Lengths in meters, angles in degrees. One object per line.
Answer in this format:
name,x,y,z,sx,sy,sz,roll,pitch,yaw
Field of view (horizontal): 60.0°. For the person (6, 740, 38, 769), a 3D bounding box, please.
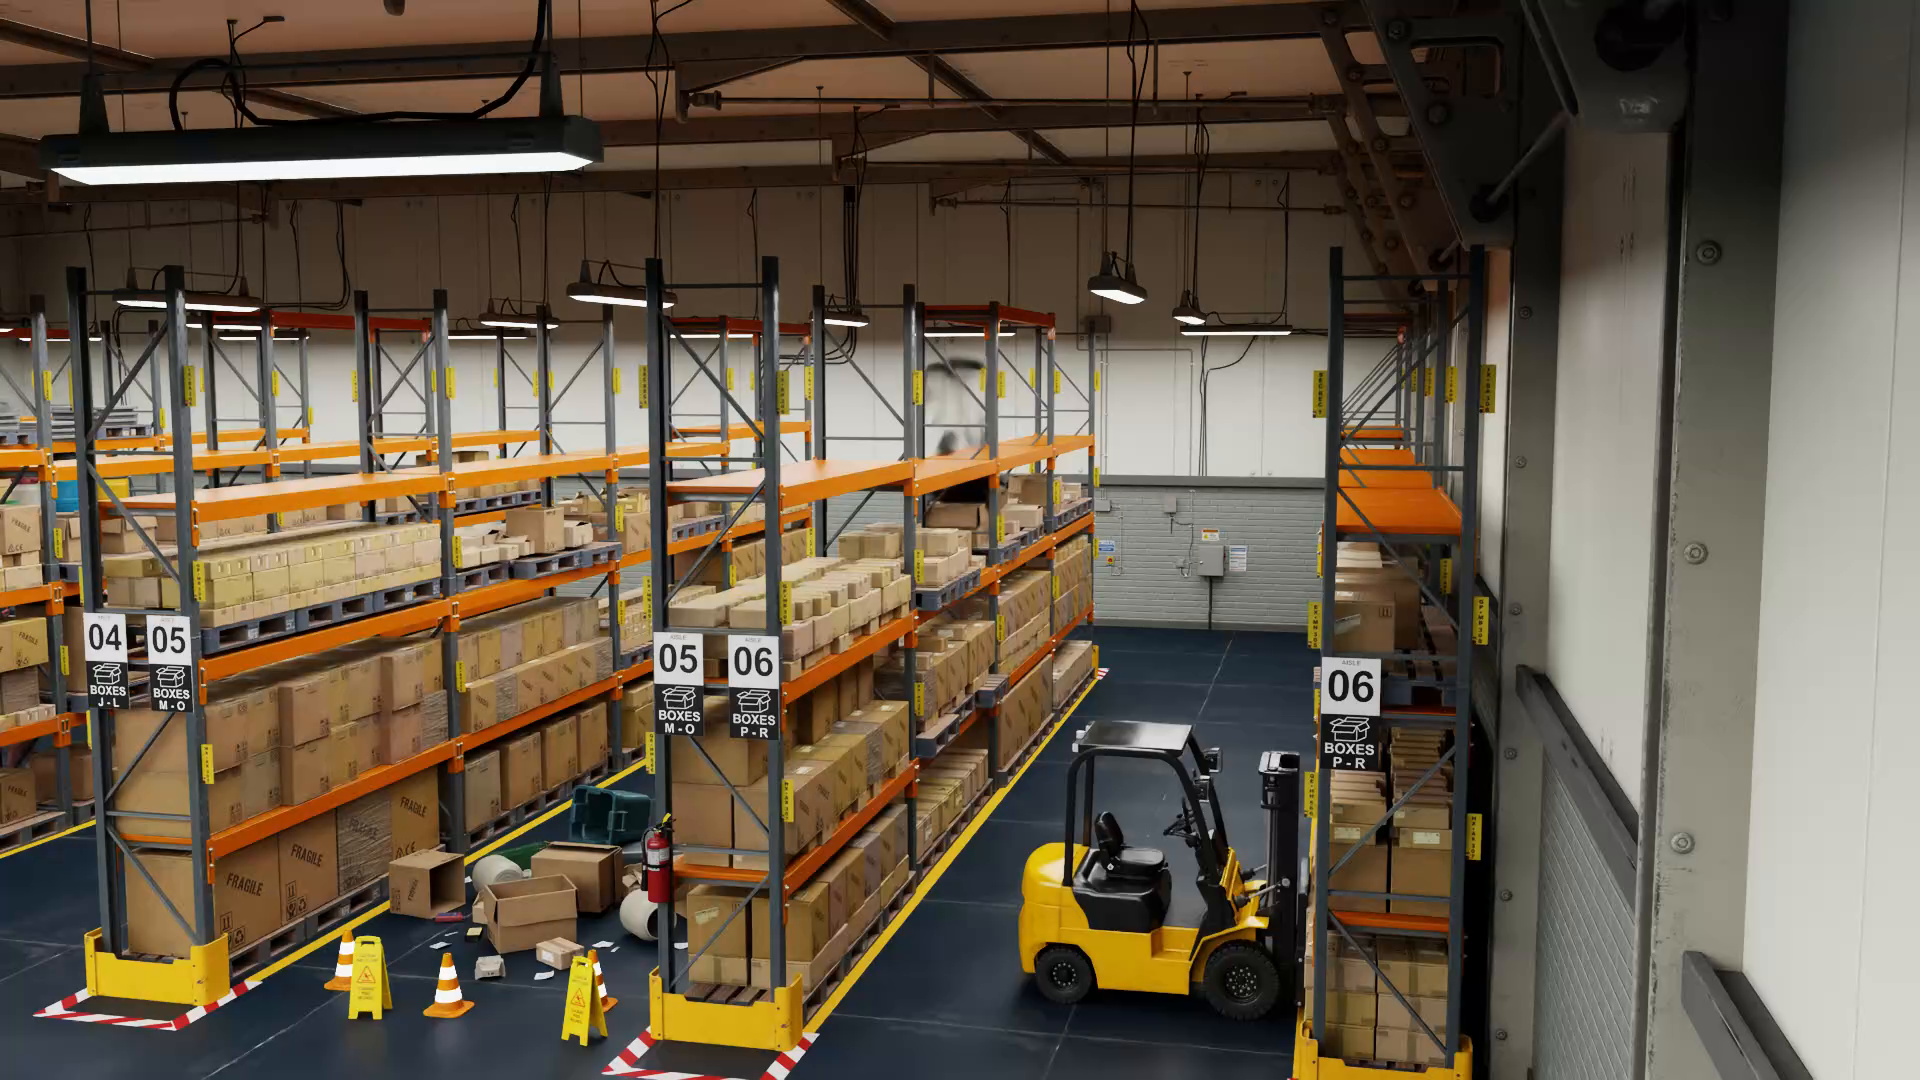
person,-11.882,2.198,20.933,0.553,1.697,0.909,0,6,2
